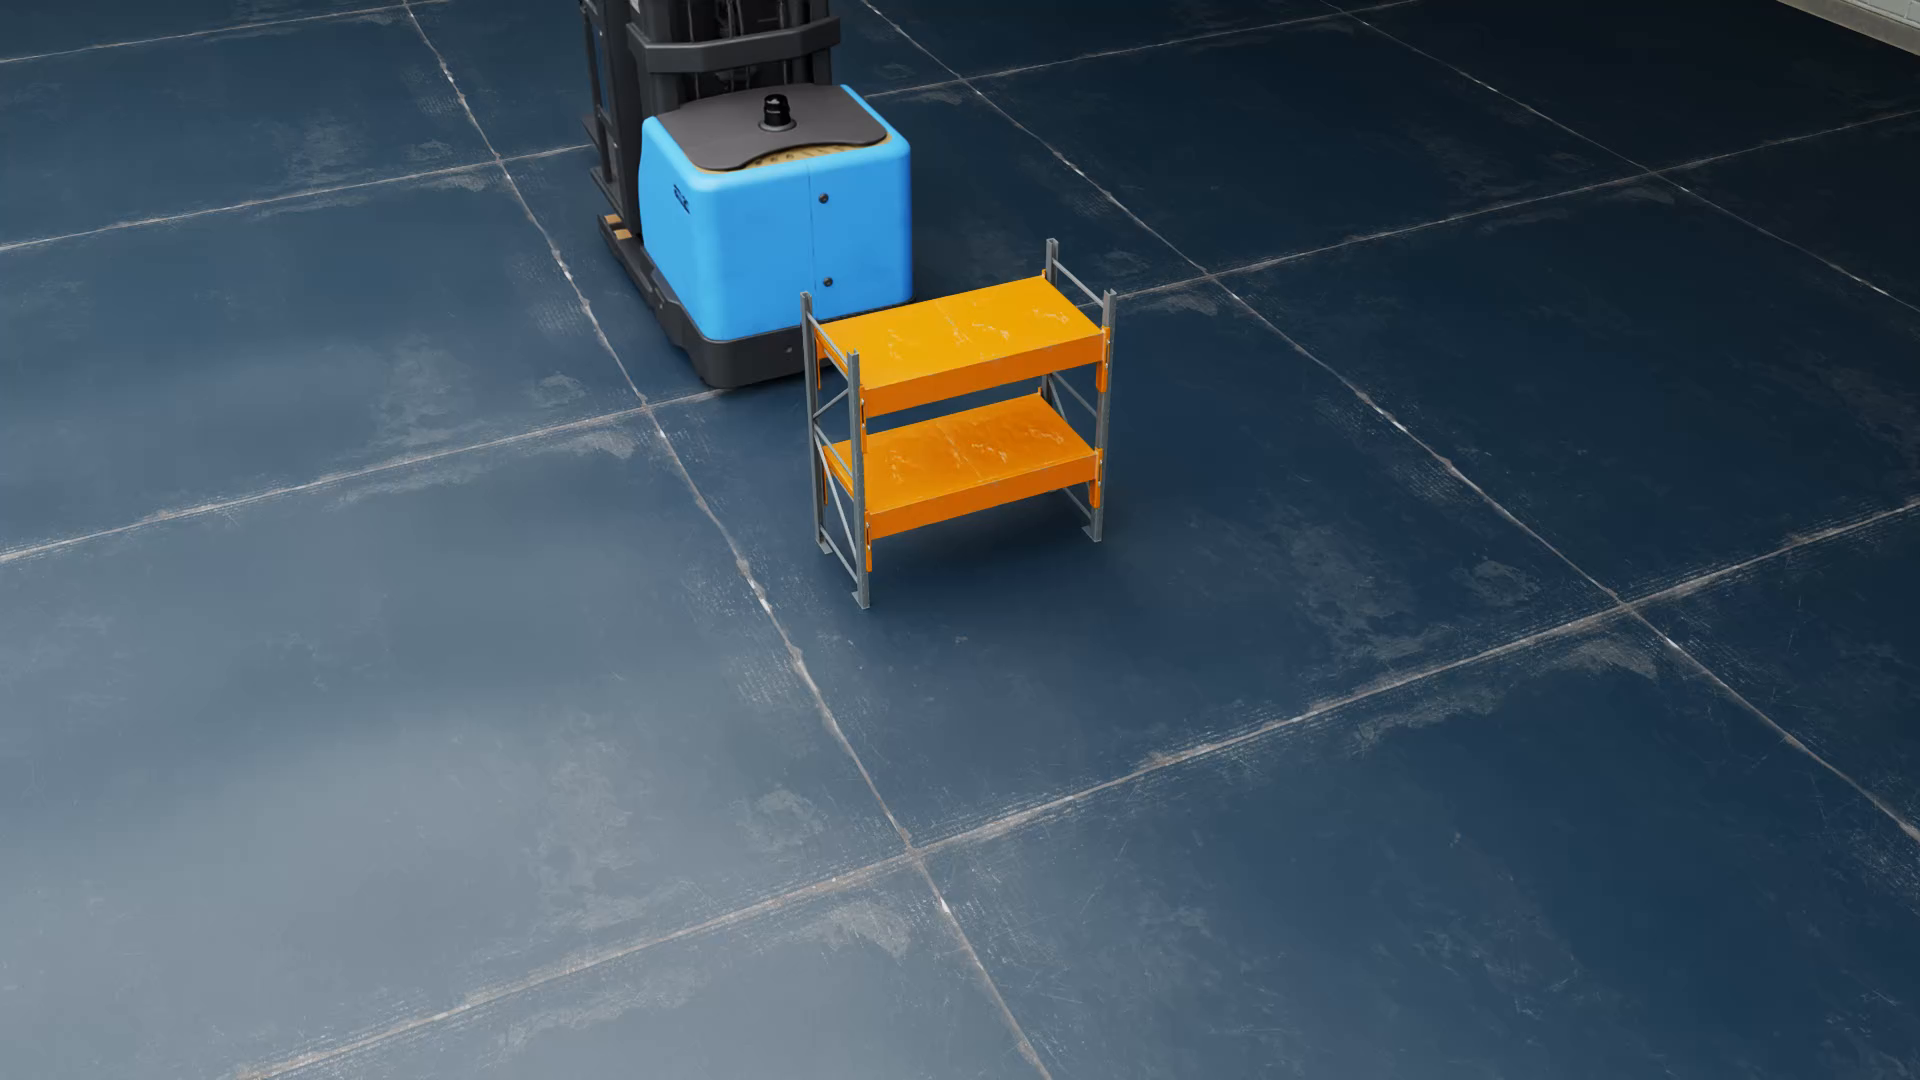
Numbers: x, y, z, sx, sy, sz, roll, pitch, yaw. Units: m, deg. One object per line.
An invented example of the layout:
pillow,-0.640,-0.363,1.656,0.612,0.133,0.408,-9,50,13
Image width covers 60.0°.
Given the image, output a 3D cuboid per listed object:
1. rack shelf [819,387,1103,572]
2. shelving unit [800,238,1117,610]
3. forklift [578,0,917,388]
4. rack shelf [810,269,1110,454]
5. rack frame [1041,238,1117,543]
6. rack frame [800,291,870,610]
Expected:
rack shelf,-0.006,-0.254,6.558,1.000,0.278,0.538,-16,39,-20
shelving unit,-0.006,-0.450,6.413,1.048,1.125,0.538,-16,39,-20
forklift,-1.274,-2.738,7.982,1.130,2.935,3.031,-15,39,-20
rack shelf,-0.006,-0.685,6.238,1.000,0.278,0.538,-16,39,-20
rack frame,0.454,-0.579,6.586,0.032,1.125,0.500,-16,39,-20
rack frame,-0.466,-0.321,6.239,0.032,1.125,0.500,-16,39,-20
